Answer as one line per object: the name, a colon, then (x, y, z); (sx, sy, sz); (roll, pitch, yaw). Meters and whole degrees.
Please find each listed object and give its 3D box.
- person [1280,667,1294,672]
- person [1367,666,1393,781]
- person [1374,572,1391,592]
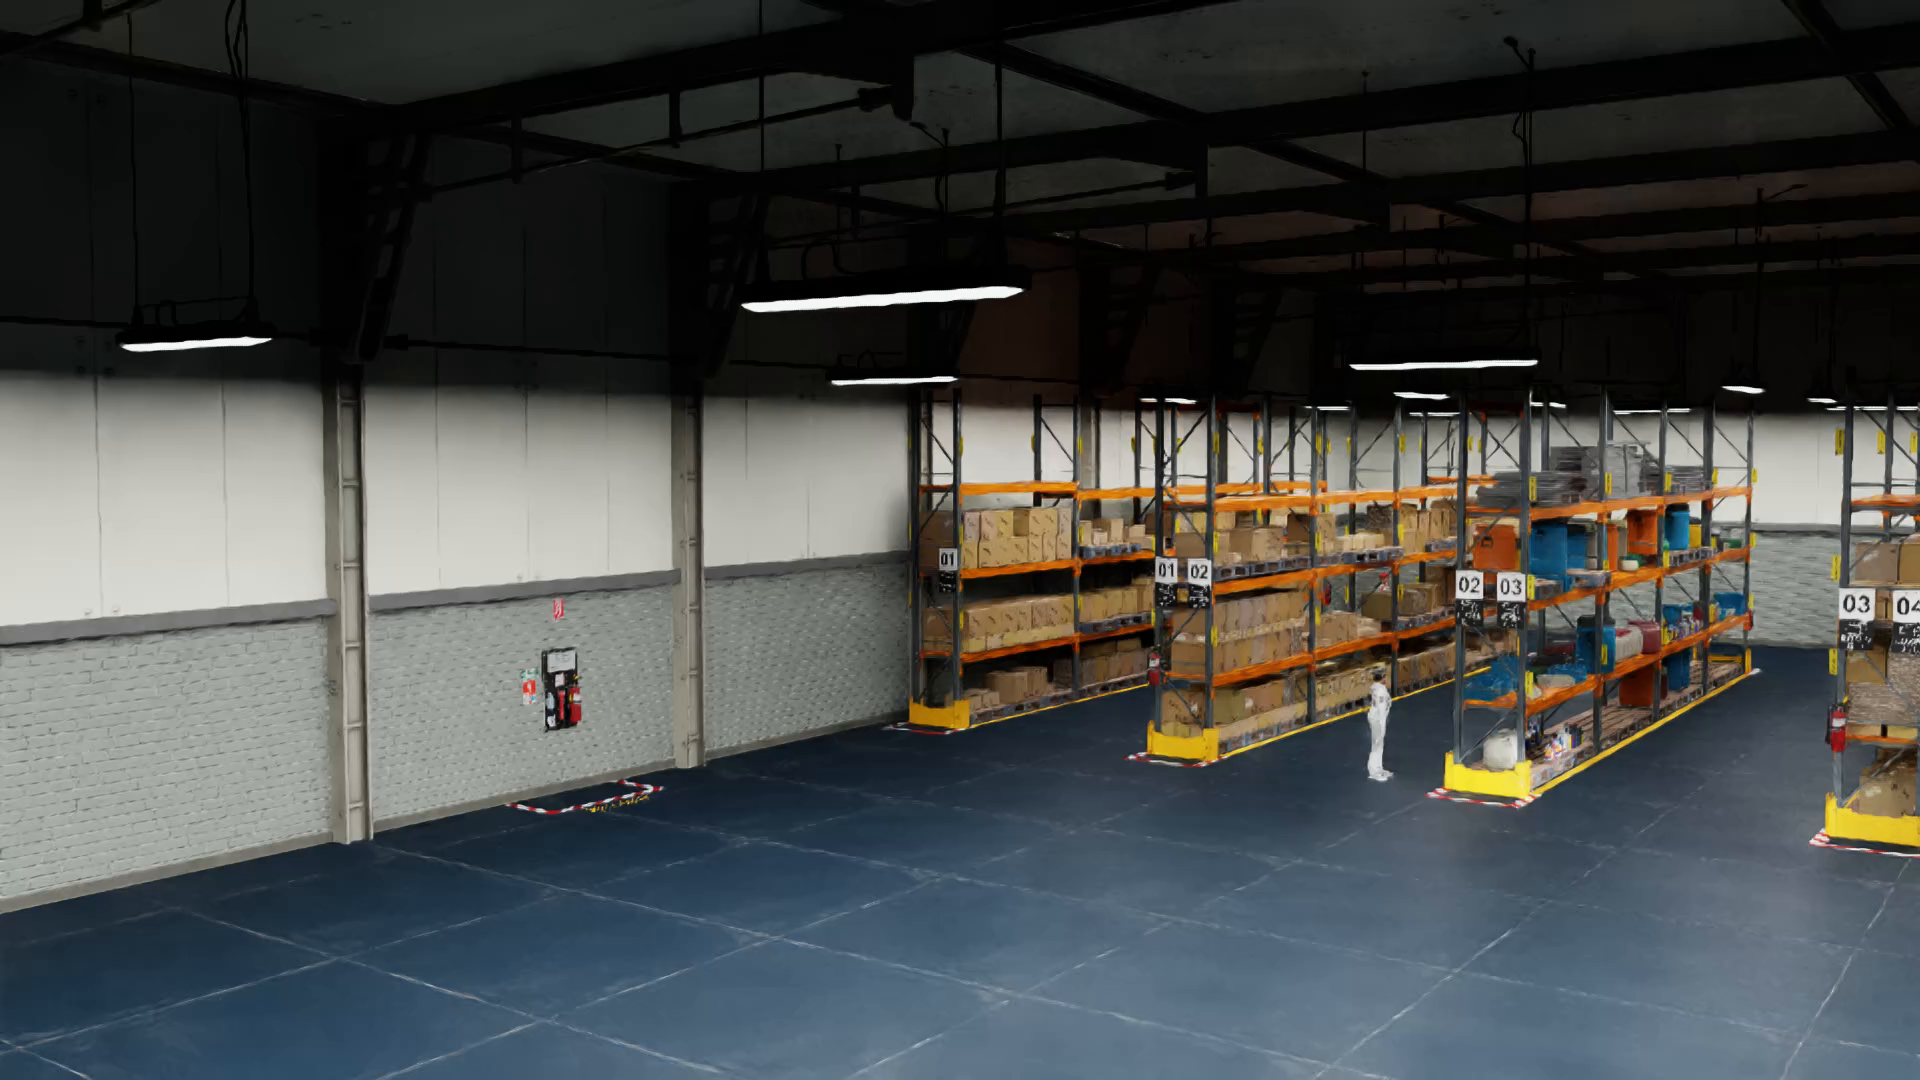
person: (6.942, 2.140, 35.688); (0.677, 1.674, 0.534); (2, 4, 33)
person: (6.310, 2.731, 24.906); (0.409, 1.677, 0.532); (0, 3, 4)
person: (10.703, 1.703, 42.009); (0.639, 1.791, 0.465); (-2, 4, -31)
